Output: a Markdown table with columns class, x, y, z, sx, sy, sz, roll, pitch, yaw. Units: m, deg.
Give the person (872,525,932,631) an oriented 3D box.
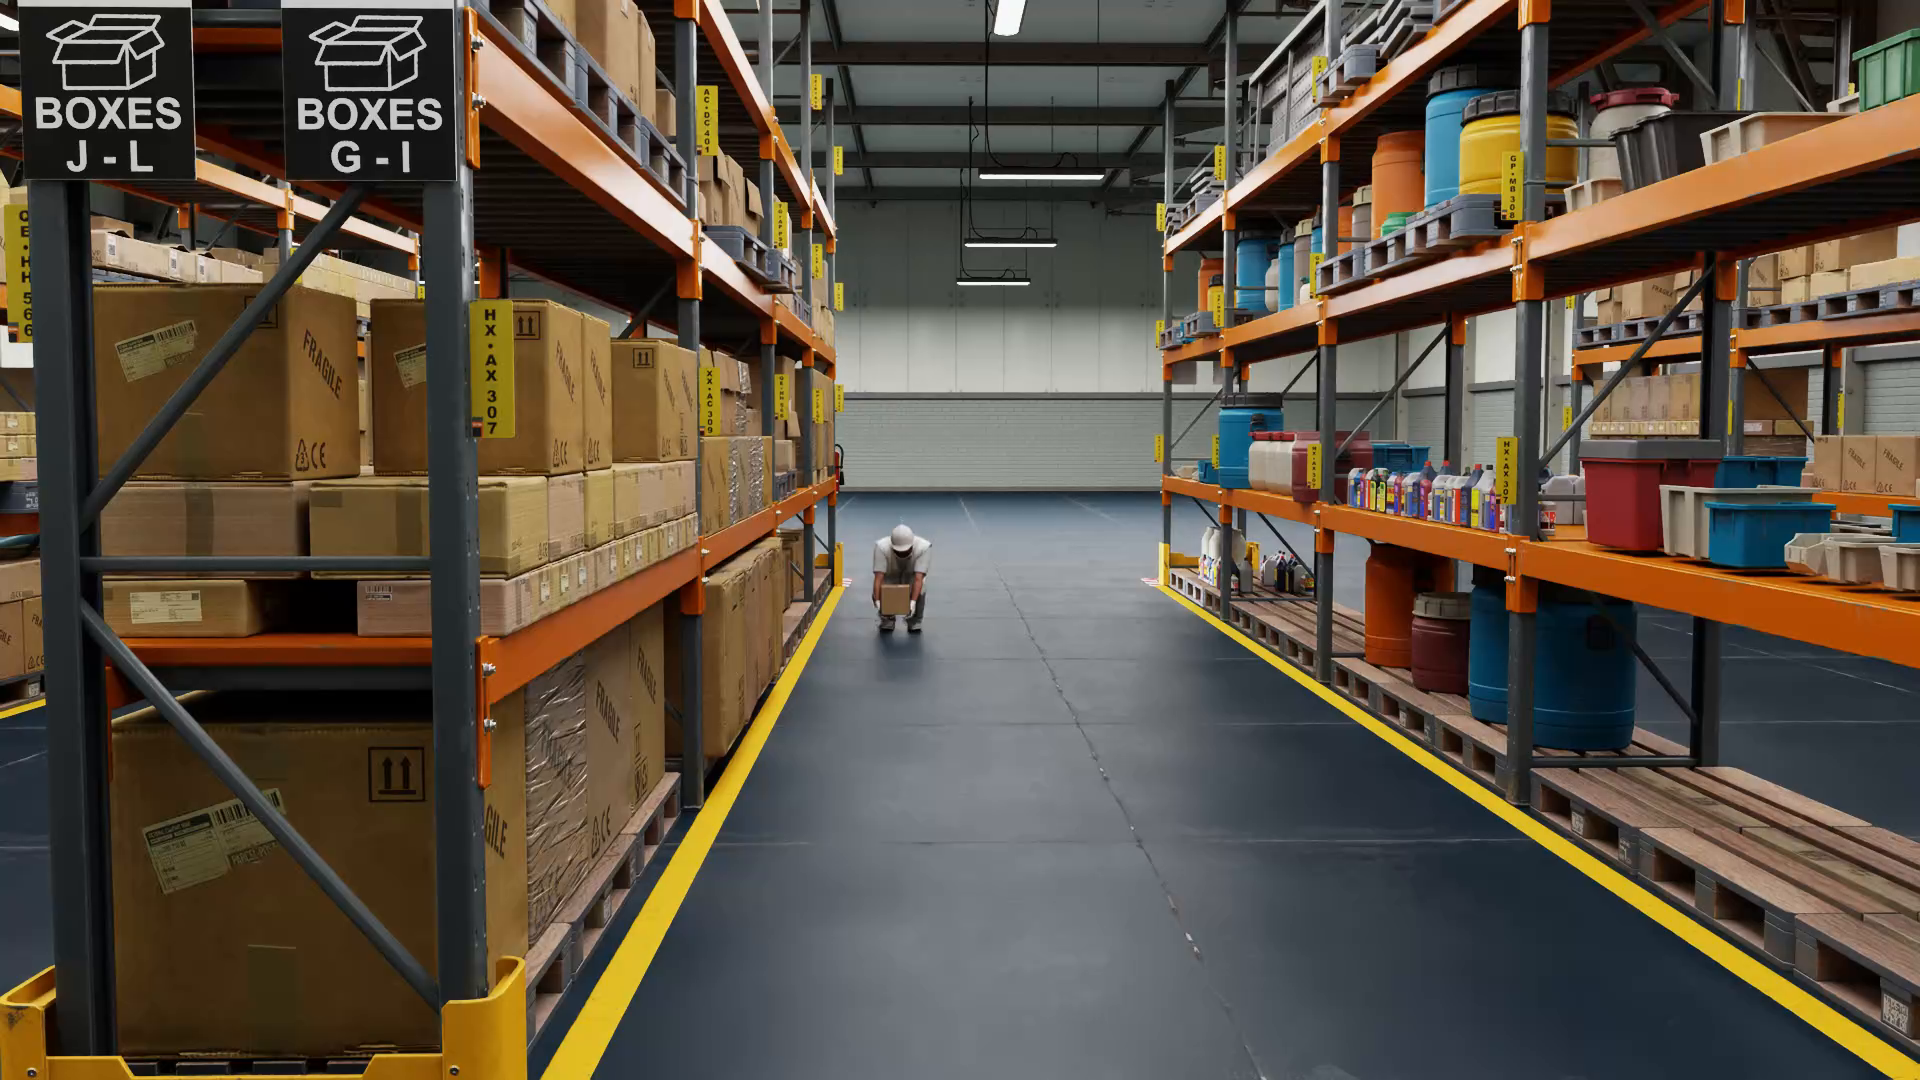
| class | x | y | z | sx | sy | sz | roll | pitch | yaw |
| --- | --- | --- | --- | --- | --- | --- | --- | --- | --- |
| person | -0.533 | 0.345 | 15.304 | 0.557 | 1.004 | 0.923 | 0 | 4 | 5 |
